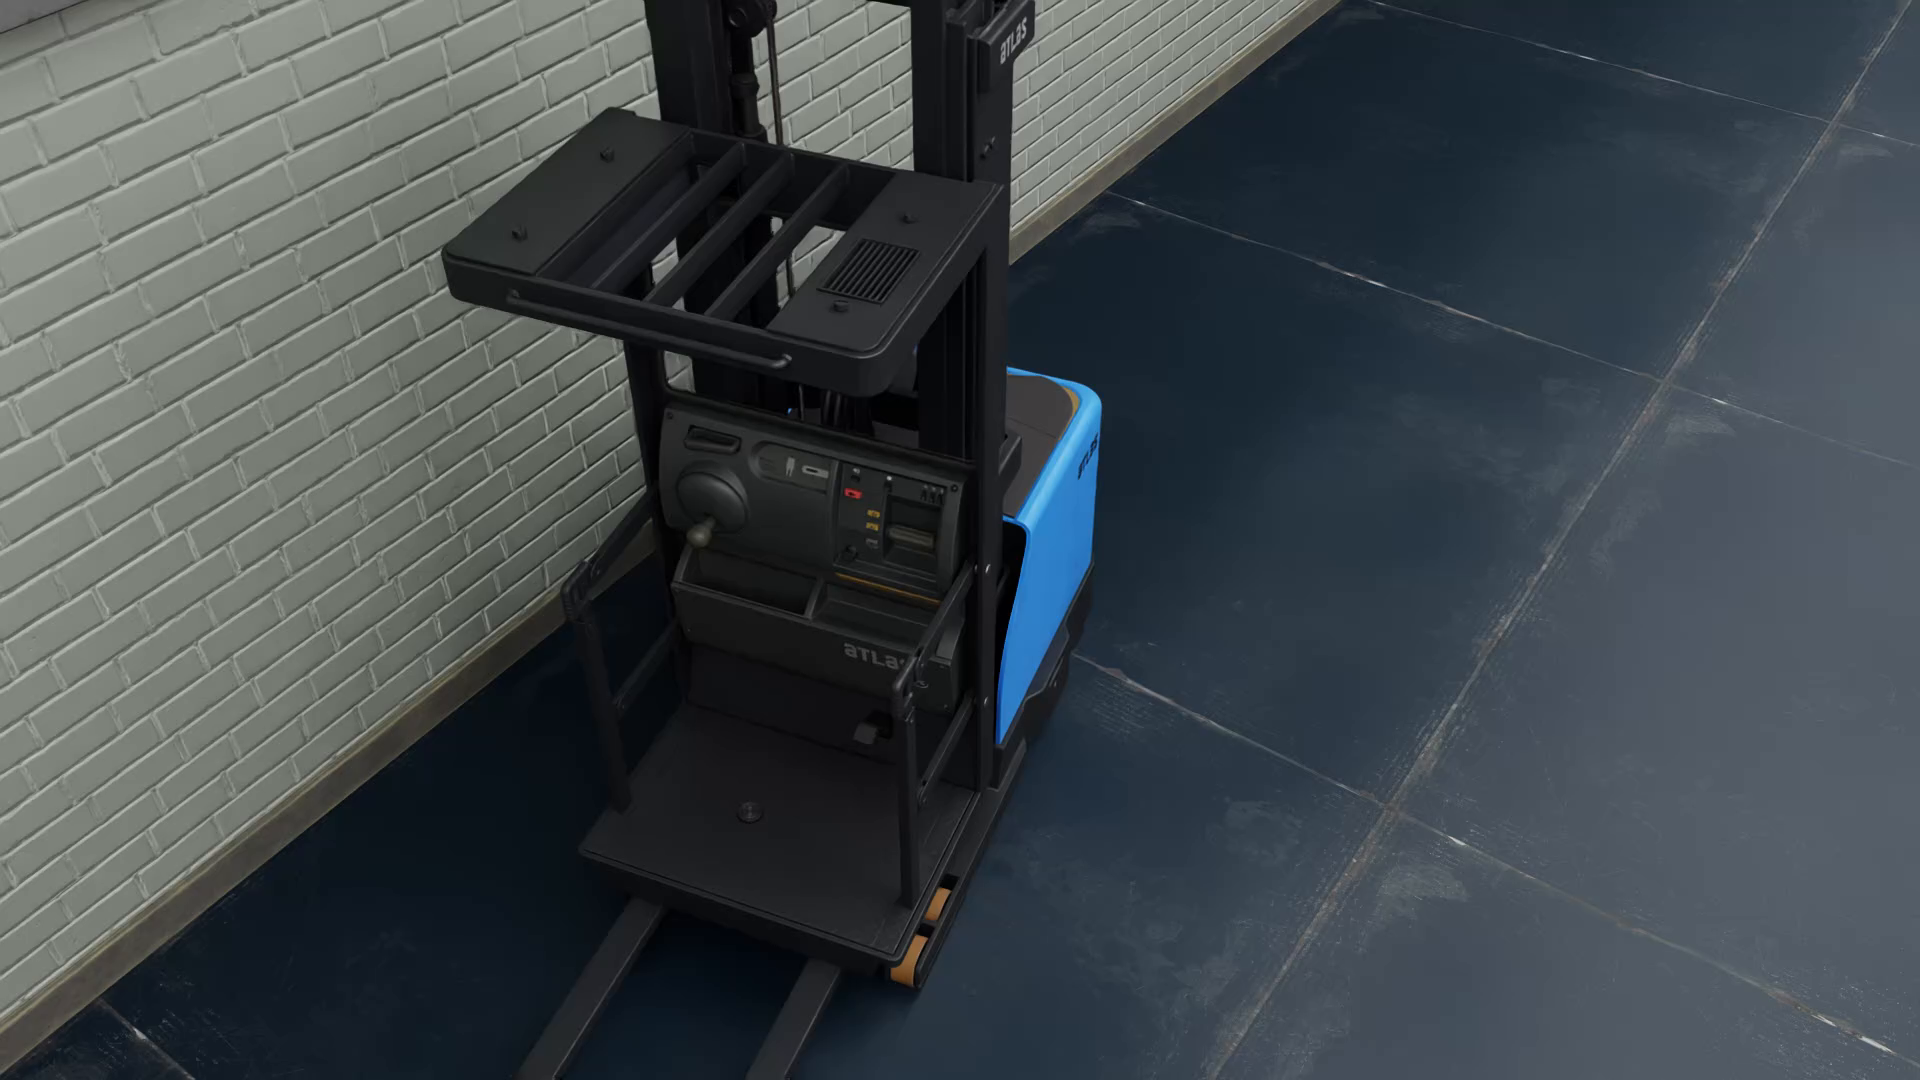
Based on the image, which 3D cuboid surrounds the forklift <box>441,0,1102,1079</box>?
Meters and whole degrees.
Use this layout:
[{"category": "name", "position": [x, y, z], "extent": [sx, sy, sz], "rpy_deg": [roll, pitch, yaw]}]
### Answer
[{"category": "forklift", "position": [-0.510, -0.024, 4.579], "extent": [1.130, 2.935, 3.031], "rpy_deg": [15, 44, 16]}]
